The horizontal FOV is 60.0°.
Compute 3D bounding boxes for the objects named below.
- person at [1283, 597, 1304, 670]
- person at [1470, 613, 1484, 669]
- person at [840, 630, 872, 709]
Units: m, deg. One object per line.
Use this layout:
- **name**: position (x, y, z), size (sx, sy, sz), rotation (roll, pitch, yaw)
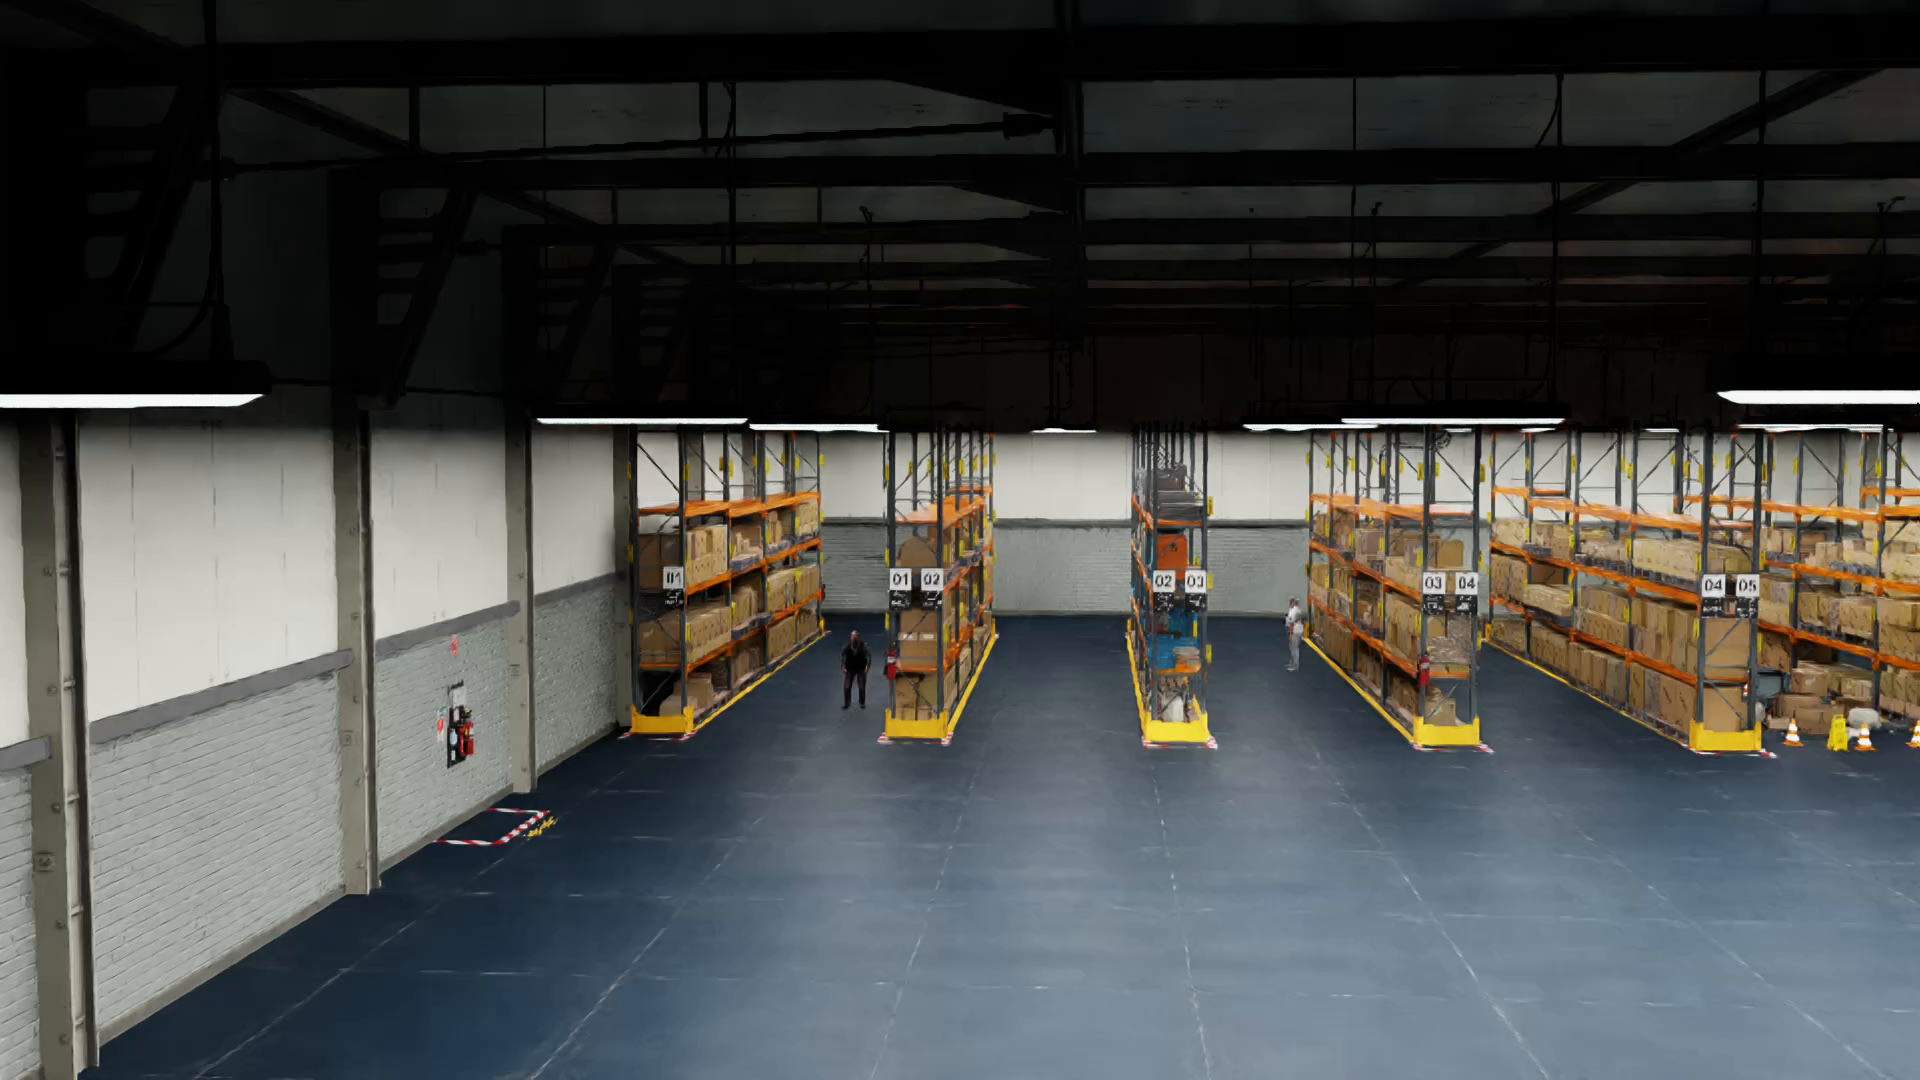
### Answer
- **person**: position (8.100, 2.273, 40.505), size (0.501, 1.758, 0.588), rotation (3, 4, 35)
- **person**: position (12.559, 2.336, 40.837), size (0.603, 1.600, 0.799), rotation (1, 4, 10)
- **person**: position (-2.176, 2.699, 34.676), size (0.677, 1.674, 0.534), rotation (0, 4, 3)
